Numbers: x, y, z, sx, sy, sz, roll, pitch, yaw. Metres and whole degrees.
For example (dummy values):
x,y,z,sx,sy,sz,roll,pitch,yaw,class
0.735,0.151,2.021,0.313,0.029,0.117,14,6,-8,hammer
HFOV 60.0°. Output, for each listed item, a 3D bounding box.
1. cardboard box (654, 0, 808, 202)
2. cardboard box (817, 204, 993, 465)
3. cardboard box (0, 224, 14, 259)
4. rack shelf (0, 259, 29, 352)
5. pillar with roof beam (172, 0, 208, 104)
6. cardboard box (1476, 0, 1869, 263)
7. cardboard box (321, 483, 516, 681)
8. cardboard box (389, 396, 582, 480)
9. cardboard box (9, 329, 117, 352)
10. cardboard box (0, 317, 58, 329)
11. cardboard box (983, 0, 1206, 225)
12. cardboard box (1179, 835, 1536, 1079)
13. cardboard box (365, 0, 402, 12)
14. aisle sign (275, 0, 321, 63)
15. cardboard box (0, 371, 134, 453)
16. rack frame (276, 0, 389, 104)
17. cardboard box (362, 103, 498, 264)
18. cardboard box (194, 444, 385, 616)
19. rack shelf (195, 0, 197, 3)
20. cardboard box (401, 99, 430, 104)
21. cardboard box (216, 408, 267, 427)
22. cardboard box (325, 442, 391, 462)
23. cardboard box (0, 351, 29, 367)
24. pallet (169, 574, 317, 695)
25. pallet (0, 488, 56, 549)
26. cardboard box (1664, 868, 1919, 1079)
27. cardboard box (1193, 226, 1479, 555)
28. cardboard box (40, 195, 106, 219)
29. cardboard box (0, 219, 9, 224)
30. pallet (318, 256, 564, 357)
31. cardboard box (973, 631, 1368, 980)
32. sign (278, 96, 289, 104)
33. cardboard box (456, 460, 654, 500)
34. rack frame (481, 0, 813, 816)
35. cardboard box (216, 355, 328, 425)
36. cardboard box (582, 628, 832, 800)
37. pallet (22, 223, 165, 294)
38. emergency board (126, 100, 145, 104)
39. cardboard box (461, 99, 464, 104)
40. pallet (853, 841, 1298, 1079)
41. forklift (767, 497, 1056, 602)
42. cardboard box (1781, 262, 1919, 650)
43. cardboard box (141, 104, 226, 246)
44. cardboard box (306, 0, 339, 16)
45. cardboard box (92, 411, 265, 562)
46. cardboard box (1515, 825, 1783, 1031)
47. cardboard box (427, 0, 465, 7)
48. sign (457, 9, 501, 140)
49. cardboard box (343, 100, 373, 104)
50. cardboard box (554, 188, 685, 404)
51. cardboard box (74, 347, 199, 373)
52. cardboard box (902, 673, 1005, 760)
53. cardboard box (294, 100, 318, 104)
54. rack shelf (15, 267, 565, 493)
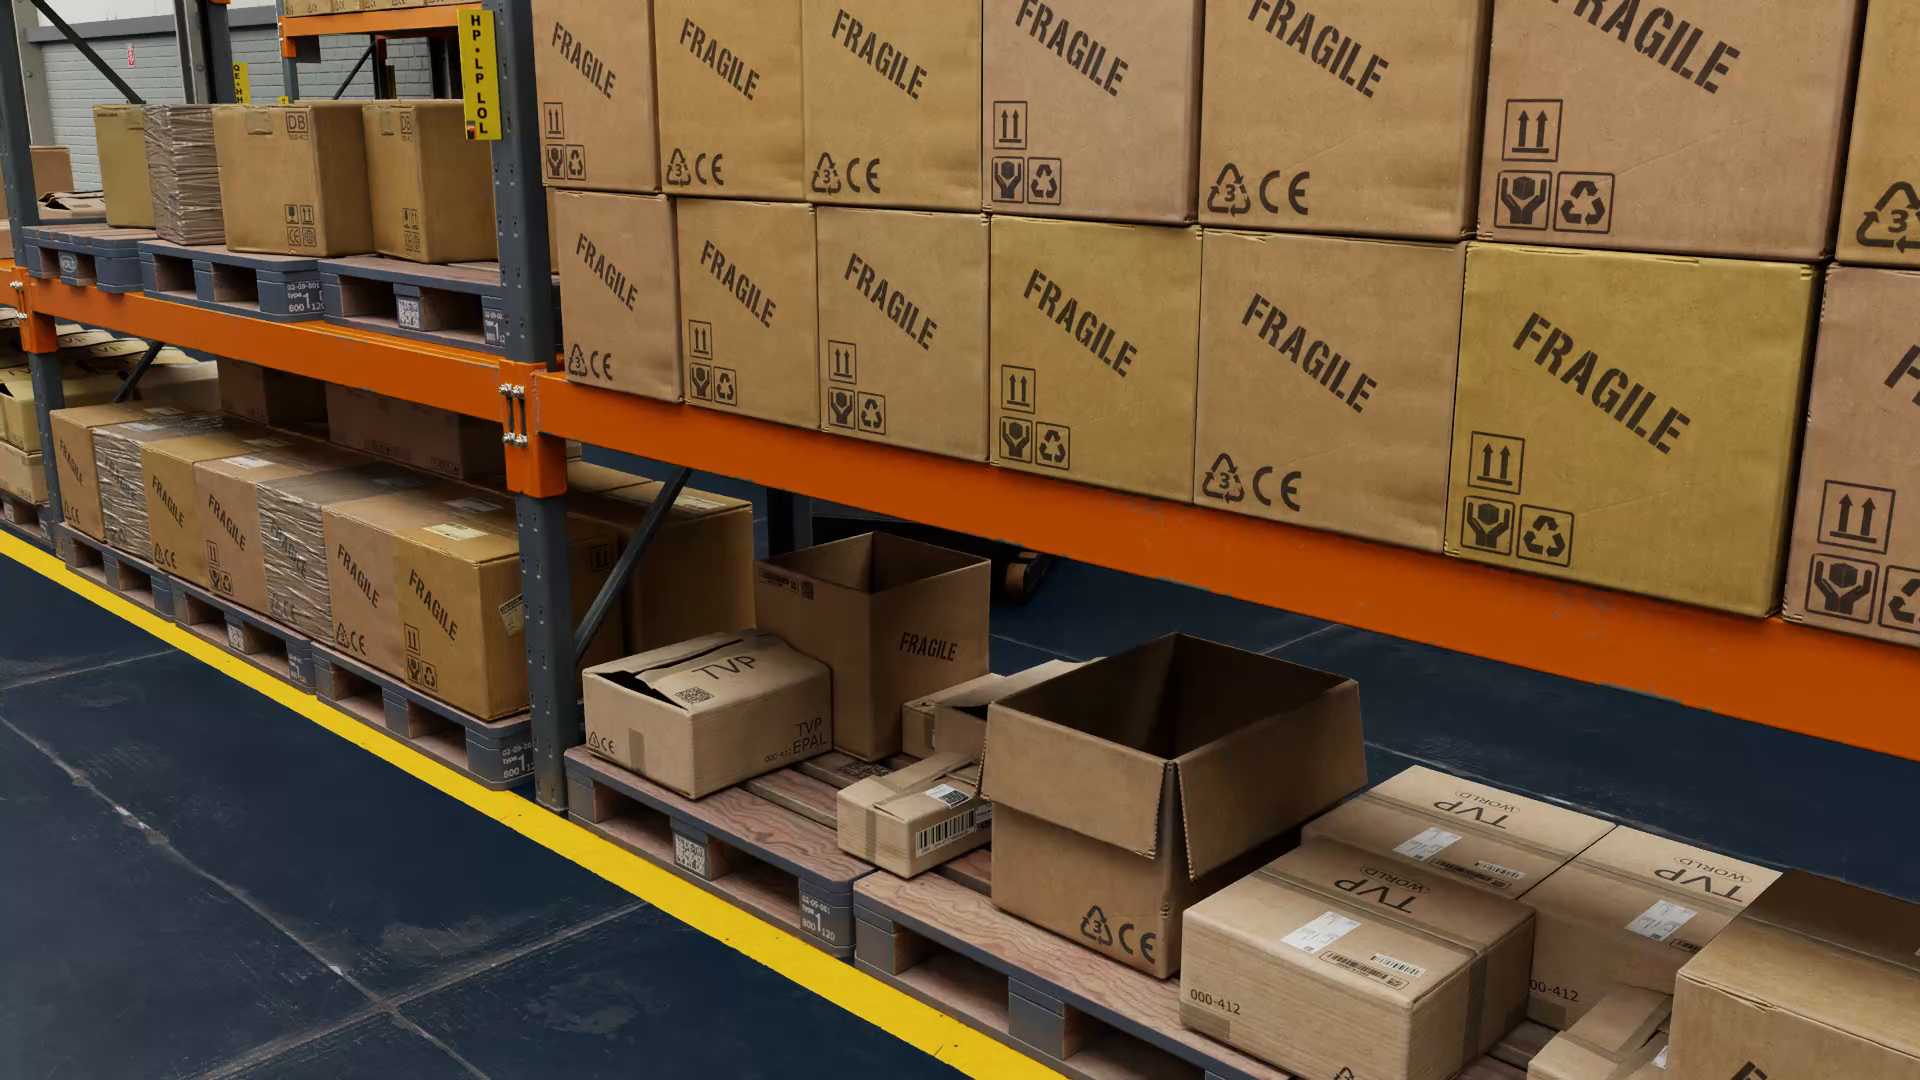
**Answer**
x,y,z,sx,sy,sz,roll,pitch,yaw,class
-0.350,-1.057,3.858,0.500,0.500,0.500,13,19,40,cardboard box
0.042,-0.481,3.631,0.500,0.500,0.500,14,20,42,cardboard box
-4.584,-1.434,7.985,0.250,0.149,0.380,14,20,42,cardboard box
-5.185,-1.450,8.976,4.000,0.370,1.077,14,20,42,rack shelf
-12.271,-6.954,16.776,0.400,9.000,9.100,14,20,42,pillar with roof beam
1.139,-0.697,2.476,0.500,0.500,0.500,-14,20,-43,cardboard box
-1.770,0.126,5.584,0.500,0.500,0.500,14,20,42,cardboard box
-1.764,-0.418,6.186,0.500,0.250,0.500,14,20,42,cardboard box
-5.038,-1.007,9.357,0.500,0.311,0.500,13,20,42,cardboard box
-5.755,-1.184,10.034,0.500,0.311,0.500,-14,20,-43,cardboard box
0.392,-0.877,3.166,0.500,0.500,0.500,-14,20,-42,cardboard box
0.789,0.847,3.312,0.500,0.250,0.500,14,20,42,cardboard box
-4.862,-4.873,14.500,0.500,0.500,0.500,-13,19,-41,cardboard box
-6.328,-4.964,15.880,0.004,0.787,0.394,14,20,42,aisle sign
-4.293,-0.639,7.945,0.500,0.311,0.500,-14,20,-43,cardboard box
-6.068,-3.748,16.368,0.127,3.000,1.000,14,20,42,rack frame
-1.590,-1.232,5.681,0.700,0.500,0.500,-11,18,-35,cardboard box
-2.498,-0.050,6.262,0.500,0.500,0.500,13,19,40,cardboard box
-5.185,-2.902,8.598,4.000,0.370,1.077,14,20,42,rack shelf
-4.462,-3.551,14.383,0.500,0.500,0.500,13,19,41,cardboard box
-2.909,-0.331,7.337,0.500,0.500,0.500,-14,20,-42,cardboard box
-2.154,-0.149,6.641,0.500,0.500,0.500,13,19,40,cardboard box
-5.033,-0.818,8.631,0.500,0.311,0.500,13,20,42,cardboard box
-2.360,0.252,6.546,1.213,0.211,1.003,14,20,42,pallet
-4.310,-0.250,8.473,1.213,0.211,1.003,14,20,42,pallet
1.452,0.898,2.622,0.500,0.500,0.500,14,20,42,cardboard box
0.772,-0.304,2.952,0.500,0.500,0.500,14,20,43,cardboard box
-3.976,-1.477,7.828,0.500,0.311,0.500,-13,19,-41,cardboard box
-4.702,-1.540,8.391,0.380,0.149,0.250,-13,19,-40,cardboard box
-1.365,-0.815,5.492,1.213,0.211,1.003,14,20,42,pallet
0.491,0.575,3.856,0.637,0.503,0.797,14,20,42,cardboard box
-6.445,-4.069,15.881,0.005,0.325,0.100,14,20,42,sign
-1.436,0.028,5.960,0.500,0.500,0.500,14,20,43,cardboard box
-0.865,-0.748,4.855,0.127,3.000,1.000,14,20,42,rack frame
-2.865,-0.684,7.207,0.500,0.250,0.500,-14,20,-42,cardboard box
-0.713,0.453,4.706,0.500,0.311,0.500,14,20,42,cardboard box
-3.208,-1.250,7.159,1.003,0.211,1.213,14,20,42,pallet
-11.036,-5.272,22.217,0.643,1.169,0.194,14,20,42,emergency board
-3.744,-3.375,13.706,0.500,0.500,0.500,14,20,42,cardboard box
0.511,0.935,3.925,1.213,0.211,1.003,14,20,42,pallet
-0.163,-1.267,6.980,1.130,2.935,3.031,4,15,15,forklift
1.503,-0.126,2.267,0.500,0.500,0.500,-14,20,-42,cardboard box
-2.687,-1.415,6.384,0.700,0.500,0.500,-10,18,-34,cardboard box
-5.639,-5.053,15.191,0.500,0.500,0.500,-13,19,-41,cardboard box
-3.235,-0.230,6.949,0.500,0.500,0.500,13,19,40,cardboard box
1.460,0.835,3.358,0.500,0.250,0.500,14,20,42,cardboard box
-4.079,-4.692,13.804,0.500,0.500,0.500,12,19,38,cardboard box
-1.248,-1.207,4.320,0.005,0.325,0.100,14,20,42,sign
-5.217,-3.730,15.070,0.500,0.500,0.500,13,19,40,cardboard box
-0.688,-0.658,4.310,0.500,0.500,0.500,-14,20,-43,cardboard box
-4.302,-0.828,8.668,0.500,0.311,0.500,13,19,41,cardboard box
0.053,0.521,4.764,0.250,0.149,0.380,14,20,42,cardboard box
-5.933,-3.910,15.760,0.500,0.500,0.500,14,20,42,cardboard box
-2.305,-0.750,6.289,4.000,0.370,1.077,14,20,42,rack shelf
